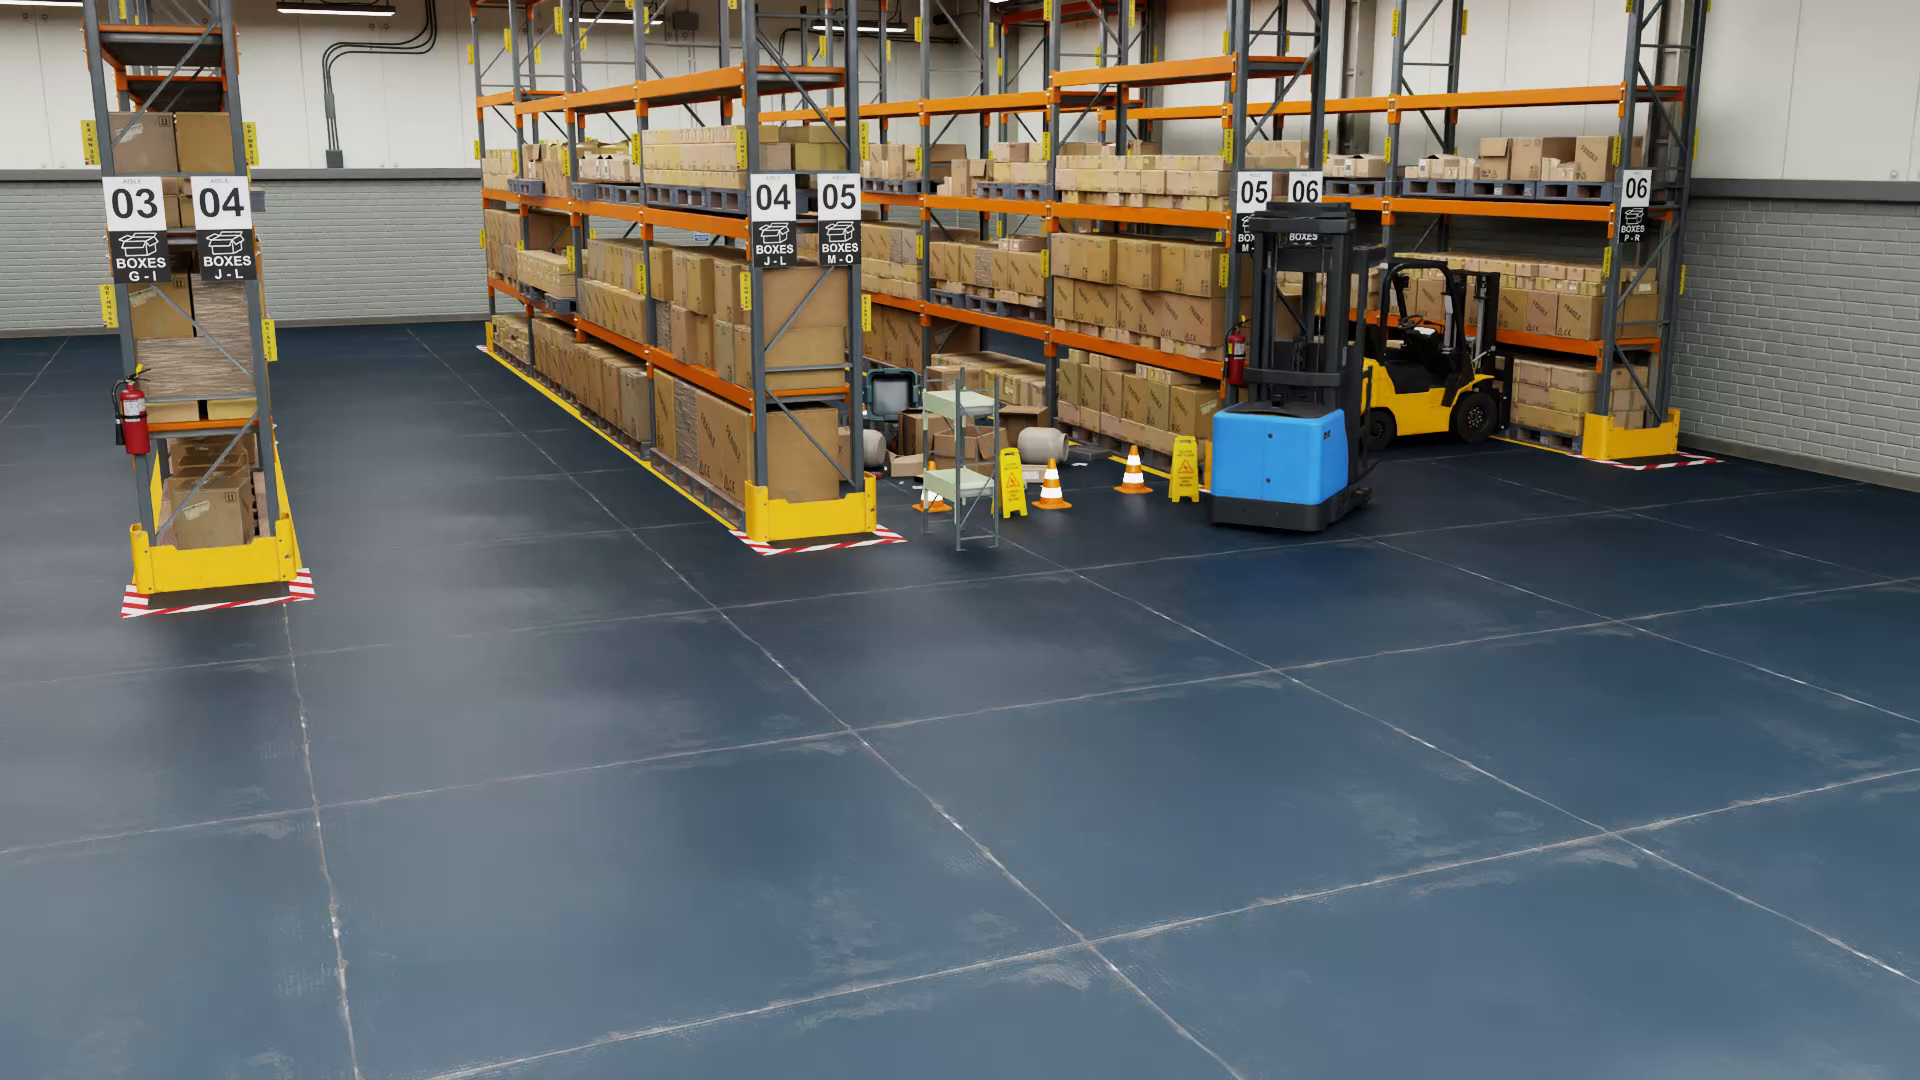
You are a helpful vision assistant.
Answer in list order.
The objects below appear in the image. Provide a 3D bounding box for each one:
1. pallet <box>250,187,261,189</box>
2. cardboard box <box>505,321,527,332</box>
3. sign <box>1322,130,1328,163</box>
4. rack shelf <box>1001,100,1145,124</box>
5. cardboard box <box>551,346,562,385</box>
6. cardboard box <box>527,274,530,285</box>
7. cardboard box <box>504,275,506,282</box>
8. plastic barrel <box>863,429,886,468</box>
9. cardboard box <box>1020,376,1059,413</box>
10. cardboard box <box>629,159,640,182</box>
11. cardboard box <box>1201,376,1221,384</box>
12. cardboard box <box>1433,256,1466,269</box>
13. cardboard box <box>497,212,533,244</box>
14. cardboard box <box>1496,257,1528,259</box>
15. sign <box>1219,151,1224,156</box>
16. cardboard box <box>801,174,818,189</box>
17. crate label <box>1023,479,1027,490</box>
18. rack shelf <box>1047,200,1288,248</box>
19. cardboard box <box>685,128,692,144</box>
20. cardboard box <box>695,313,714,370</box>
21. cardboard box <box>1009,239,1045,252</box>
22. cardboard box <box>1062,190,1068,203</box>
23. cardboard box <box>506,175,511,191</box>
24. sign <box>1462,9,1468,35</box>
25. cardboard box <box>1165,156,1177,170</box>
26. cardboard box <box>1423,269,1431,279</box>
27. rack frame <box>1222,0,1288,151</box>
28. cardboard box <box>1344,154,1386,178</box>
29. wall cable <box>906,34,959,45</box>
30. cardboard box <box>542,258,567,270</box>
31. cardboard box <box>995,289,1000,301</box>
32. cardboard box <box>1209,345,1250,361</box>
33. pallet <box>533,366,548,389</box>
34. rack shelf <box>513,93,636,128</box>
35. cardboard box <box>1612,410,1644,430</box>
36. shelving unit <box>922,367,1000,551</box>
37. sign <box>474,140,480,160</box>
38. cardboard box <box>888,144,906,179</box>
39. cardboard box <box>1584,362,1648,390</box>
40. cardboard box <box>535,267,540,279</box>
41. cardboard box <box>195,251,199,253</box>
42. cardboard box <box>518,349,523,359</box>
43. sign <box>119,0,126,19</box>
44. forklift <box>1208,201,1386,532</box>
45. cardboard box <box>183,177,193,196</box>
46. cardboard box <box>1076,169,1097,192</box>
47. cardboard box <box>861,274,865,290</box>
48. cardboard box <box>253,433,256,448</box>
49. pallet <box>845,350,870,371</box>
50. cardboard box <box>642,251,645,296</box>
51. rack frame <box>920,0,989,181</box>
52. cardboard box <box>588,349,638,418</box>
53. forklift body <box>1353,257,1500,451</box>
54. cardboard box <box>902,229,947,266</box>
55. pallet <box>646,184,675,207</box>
[{"bbox_3d":[-8.115,-3.652,17.761,1.213,0.211,1.003,-6,14,-23],"label":"pallet"},{"bbox_3d":[-7.325,-3.534,27.558,0.380,0.149,0.250,-5,14,-22],"label":"cardboard box"},{"bbox_3d":[3.633,-3.936,16.632,0.100,0.325,0.005,-6,14,-23],"label":"sign"},{"bbox_3d":[2.074,-7.912,30.700,1.077,0.370,4.000,-6,14,-23],"label":"rack shelf"},{"bbox_3d":[-5.498,-2.499,23.627,0.500,0.500,0.500,-6,14,-25],"label":"cardboard box"},{"bbox_3d":[-6.117,-3.809,24.303,0.380,0.149,0.250,-5,14,-22],"label":"cardboard box"},{"bbox_3d":[-7.352,-4.356,27.596,0.380,0.149,0.250,-6,14,-24],"label":"cardboard box"},{"bbox_3d":[-1.102,-1.007,18.282,0.512,0.421,0.421,4,14,16],"label":"plastic barrel"},{"bbox_3d":[1.321,-1.859,21.144,0.950,0.372,0.625,-5,14,-22],"label":"cardboard box"},{"bbox_3d":[-3.391,-4.131,18.594,0.500,0.250,0.500,-5,14,-22],"label":"cardboard box"},{"bbox_3d":[2.842,-1.534,18.350,0.500,0.500,0.500,-6,14,-25],"label":"cardboard box"},{"bbox_3d":[6.243,-3.532,21.158,0.380,0.149,0.250,-5,14,-22],"label":"cardboard box"},{"bbox_3d":[-7.229,-5.083,27.082,0.500,0.500,0.500,-6,14,-25],"label":"cardboard box"},{"bbox_3d":[6.968,-3.479,20.928,0.380,0.149,0.250,-6,14,-24],"label":"cardboard box"},{"bbox_3d":[3.980,-5.766,25.333,0.100,0.325,0.005,-6,14,-23],"label":"sign"},{"bbox_3d":[-1.203,-3.224,14.898,0.380,0.149,0.250,-6,14,-23],"label":"cardboard box"},{"bbox_3d":[0.529,-0.564,17.001,0.298,0.136,0.250,9,16,35],"label":"crate label"},{"bbox_3d":[2.334,-3.524,18.386,1.077,0.370,4.000,-6,14,-23],"label":"rack shelf"},{"bbox_3d":[-2.416,-3.866,15.907,0.380,0.149,0.250,-6,14,-23],"label":"cardboard box"},{"bbox_3d":[-2.149,-2.022,16.620,0.875,0.550,0.500,-6,14,-23],"label":"cardboard box"},{"bbox_3d":[0.853,-3.756,21.197,0.380,0.149,0.250,-6,14,-25],"label":"cardboard box"},{"bbox_3d":[1.432,-4.078,19.740,0.380,0.149,0.250,-6,14,-24],"label":"cardboard box"},{"bbox_3d":[-6.800,-5.580,26.009,0.500,0.250,0.500,-6,14,-23],"label":"cardboard box"},{"bbox_3d":[6.598,-6.775,21.764,0.100,0.325,0.005,-6,14,-23],"label":"sign"},{"bbox_3d":[2.397,-3.986,17.578,0.380,0.149,0.250,-6,14,-23],"label":"cardboard box"},{"bbox_3d":[6.202,-3.446,21.445,0.380,0.149,0.250,-6,14,-23],"label":"cardboard box"},{"bbox_3d":[4.478,-7.024,25.263,1.000,3.000,0.127,-6,14,-23],"label":"rack frame"},{"bbox_3d":[5.567,-5.074,22.533,0.500,0.311,0.500,-6,14,-25],"label":"cardboard box"},{"bbox_3d":[0.185,-12.668,37.315,2.988,3.039,0.133,-6,14,-23],"label":"wall cable"},{"bbox_3d":[-5.585,-3.828,23.062,0.380,0.149,0.250,-6,14,-23],"label":"cardboard box"},{"bbox_3d":[0.679,-3.202,21.677,0.380,0.149,0.250,-6,14,-23],"label":"cardboard box"},{"bbox_3d":[2.790,-1.935,17.136,0.380,0.149,0.250,-5,14,-21],"label":"cardboard box"},{"bbox_3d":[-5.853,-2.492,25.167,1.003,0.211,1.213,-6,14,-23],"label":"pallet"},{"bbox_3d":[-5.365,-5.975,23.212,1.077,0.370,4.000,-6,14,-23],"label":"rack shelf"},{"bbox_3d":[7.665,-1.433,19.575,0.500,0.250,0.500,-6,14,-23],"label":"cardboard box"},{"bbox_3d":[0.003,-0.729,14.695,0.431,1.500,0.755,-6,14,-23],"label":"shelving unit"},{"bbox_3d":[-8.266,-6.675,28.469,0.100,0.325,0.005,-6,14,-23],"label":"sign"},{"bbox_3d":[-0.640,-5.555,24.411,0.700,0.500,0.500,-6,15,-26],"label":"cardboard box"},{"bbox_3d":[7.663,-1.917,19.451,0.500,0.250,0.500,-6,14,-24],"label":"cardboard box"},{"bbox_3d":[-5.802,-3.792,23.568,0.380,0.149,0.250,-6,14,-24],"label":"cardboard box"},{"bbox_3d":[-7.114,-2.544,16.109,0.500,0.500,0.500,-6,14,-23],"label":"cardboard box"},{"bbox_3d":[-6.828,-2.987,26.514,0.380,0.149,0.250,-6,14,-25],"label":"cardboard box"},{"bbox_3d":[-9.656,-6.161,19.112,0.100,0.325,0.005,-6,14,-23],"label":"sign"},{"bbox_3d":[3.416,-1.785,16.083,1.130,2.935,3.031,7,15,27],"label":"forklift"},{"bbox_3d":[-5.843,-2.765,12.960,0.380,0.149,0.250,-6,14,-23],"label":"cardboard box"},{"bbox_3d":[1.674,-4.138,19.117,0.500,0.250,0.500,-6,14,-23],"label":"cardboard box"},{"bbox_3d":[-1.338,-4.077,26.165,0.500,0.250,0.500,-6,14,-23],"label":"cardboard box"},{"bbox_3d":[-8.171,-1.272,18.282,0.700,0.500,0.500,-7,15,-28],"label":"cardboard box"},{"bbox_3d":[-1.293,-2.968,27.224,1.003,0.211,1.213,-6,14,-23],"label":"pallet"},{"bbox_3d":[-3.166,-2.996,18.723,0.700,0.500,0.500,-6,14,-24],"label":"cardboard box"},{"bbox_3d":[-0.069,-6.575,23.322,1.000,3.000,0.127,-6,14,-23],"label":"rack frame"},{"bbox_3d":[-4.049,-1.979,20.825,1.050,0.750,0.750,-5,14,-22],"label":"cardboard box"},{"bbox_3d":[5.251,-2.262,19.874,2.313,2.155,1.214,-6,14,-23],"label":"forklift body"},{"bbox_3d":[-0.516,-4.271,24.234,0.500,0.500,0.500,-6,14,-24],"label":"cardboard box"},{"bbox_3d":[-2.644,-3.606,17.343,1.003,0.211,1.213,-6,14,-23],"label":"pallet"}]
